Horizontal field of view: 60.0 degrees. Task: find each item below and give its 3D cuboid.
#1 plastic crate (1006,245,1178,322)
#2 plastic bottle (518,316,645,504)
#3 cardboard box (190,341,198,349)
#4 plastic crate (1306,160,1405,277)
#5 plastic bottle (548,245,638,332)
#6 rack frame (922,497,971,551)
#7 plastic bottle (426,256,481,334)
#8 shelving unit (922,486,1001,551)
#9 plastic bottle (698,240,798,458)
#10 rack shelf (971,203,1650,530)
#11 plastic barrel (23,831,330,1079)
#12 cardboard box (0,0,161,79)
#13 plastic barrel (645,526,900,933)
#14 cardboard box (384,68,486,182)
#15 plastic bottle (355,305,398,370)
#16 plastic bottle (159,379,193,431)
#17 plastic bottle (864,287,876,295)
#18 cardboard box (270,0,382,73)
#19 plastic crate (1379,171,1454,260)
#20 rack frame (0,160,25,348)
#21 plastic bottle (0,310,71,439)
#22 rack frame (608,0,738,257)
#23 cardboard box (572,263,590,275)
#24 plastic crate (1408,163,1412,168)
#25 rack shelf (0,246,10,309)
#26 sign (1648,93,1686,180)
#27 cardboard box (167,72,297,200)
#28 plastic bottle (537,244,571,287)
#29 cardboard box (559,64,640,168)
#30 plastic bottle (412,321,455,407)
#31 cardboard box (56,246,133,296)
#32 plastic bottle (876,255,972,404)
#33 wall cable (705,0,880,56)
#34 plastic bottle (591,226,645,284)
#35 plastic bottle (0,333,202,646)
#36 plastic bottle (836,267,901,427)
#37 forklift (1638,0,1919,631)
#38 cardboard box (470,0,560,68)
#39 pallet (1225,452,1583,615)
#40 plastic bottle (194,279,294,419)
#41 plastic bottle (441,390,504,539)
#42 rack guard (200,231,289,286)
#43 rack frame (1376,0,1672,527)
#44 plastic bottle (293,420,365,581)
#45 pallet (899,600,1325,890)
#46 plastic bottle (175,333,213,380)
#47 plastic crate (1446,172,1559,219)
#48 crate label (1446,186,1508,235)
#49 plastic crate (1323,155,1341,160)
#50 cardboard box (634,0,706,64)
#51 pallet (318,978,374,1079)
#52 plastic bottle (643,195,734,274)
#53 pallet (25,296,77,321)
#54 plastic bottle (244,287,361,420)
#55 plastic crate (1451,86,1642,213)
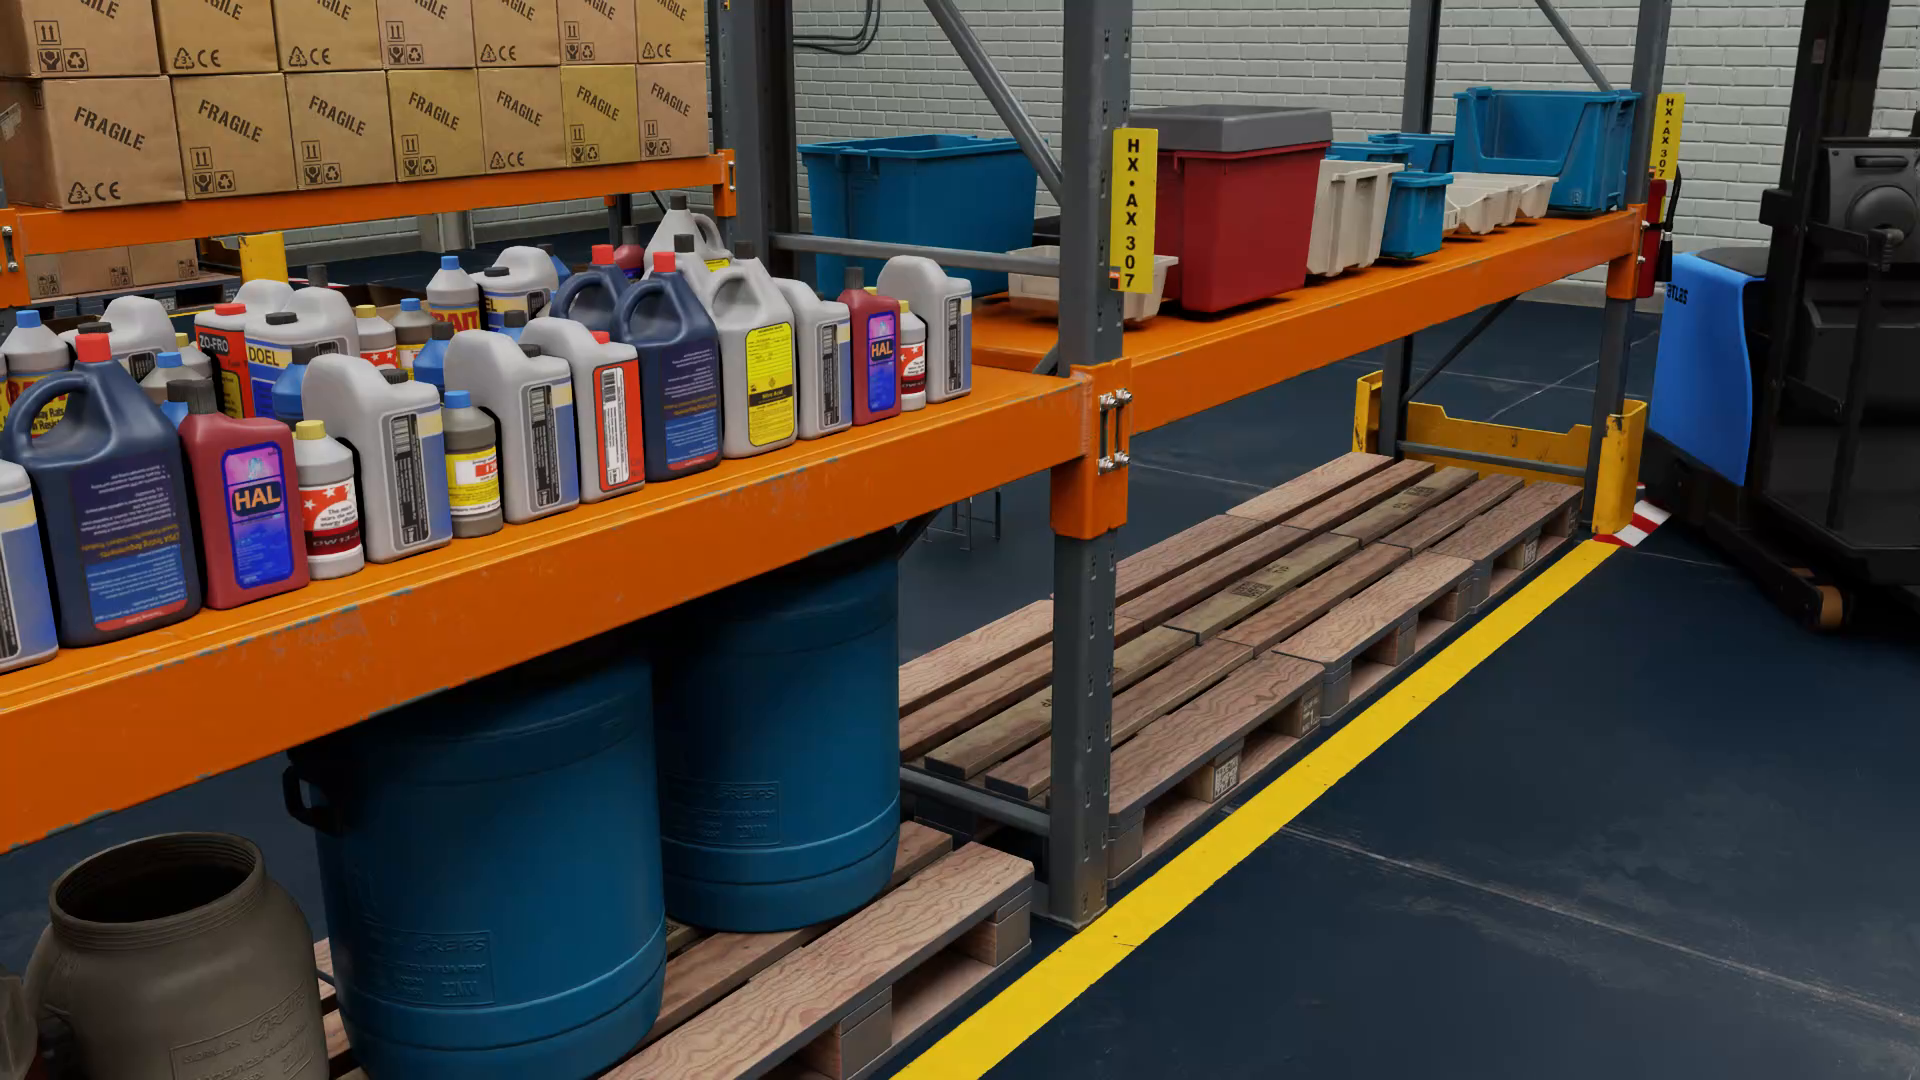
[{"bbox_3d":[0.301,-0.618,4.019,0.396,0.136,0.243,12,21,35],"label":"plastic crate"},{"bbox_3d":[-0.585,-0.212,2.578,0.152,0.276,0.135,12,21,35],"label":"plastic bottle"},{"bbox_3d":[-3.509,-0.796,8.041,0.500,0.311,0.500,12,21,35],"label":"cardboard box"},{"bbox_3d":[0.967,-0.933,4.788,0.437,0.282,0.530,12,21,35],"label":"plastic crate"},{"bbox_3d":[-0.602,-0.311,2.769,0.144,0.351,0.185,12,21,35],"label":"plastic bottle"},{"bbox_3d":[-0.056,-0.407,6.539,0.240,0.900,0.006,12,21,35],"label":"rack frame"},{"bbox_3d":[-0.982,-0.415,3.240,0.097,0.271,0.097,0,17,0],"label":"plastic bottle"},{"bbox_3d":[0.005,-0.432,6.617,0.258,0.900,0.210,12,21,35],"label":"shelving unit"},{"bbox_3d":[-0.376,-0.329,2.829,0.144,0.351,0.185,12,21,35],"label":"plastic bottle"},{"bbox_3d":[1.100,-0.762,5.353,1.077,0.370,4.000,12,21,35],"label":"rack shelf"},{"bbox_3d":[-1.259,0.772,2.687,0.421,0.512,0.421,0,17,0],"label":"plastic barrel"},{"bbox_3d":[-3.560,-2.093,6.572,0.500,0.500,0.500,13,22,36],"label":"cardboard box"},{"bbox_3d":[-0.429,0.299,3.554,0.600,0.901,0.708,12,21,35],"label":"plastic barrel"},{"bbox_3d":[-2.640,-1.989,7.923,0.500,0.500,0.500,12,21,34],"label":"cardboard box"},{"bbox_3d":[-1.098,-0.335,3.101,0.097,0.201,0.097,0,17,0],"label":"plastic bottle"},{"bbox_3d":[-0.978,-0.069,2.125,0.097,0.271,0.097,0,17,0],"label":"plastic bottle"},{"bbox_3d":[-0.178,-0.401,3.313,0.097,0.201,0.097,0,17,0],"label":"plastic bottle"},{"bbox_3d":[-2.947,-2.339,7.362,0.500,0.500,0.500,12,21,33],"label":"cardboard box"},{"bbox_3d":[1.274,-0.996,5.076,0.416,0.233,0.300,12,21,35],"label":"plastic crate"},{"bbox_3d":[-4.067,-1.506,6.534,1.000,3.000,0.127,12,21,35],"label":"rack frame"},{"bbox_3d":[-1.454,-0.226,2.632,0.097,0.271,0.097,0,17,0],"label":"plastic bottle"},{"bbox_3d":[-1.684,-2.458,9.602,1.000,3.000,0.127,12,21,35],"label":"rack frame"},{"bbox_3d":[-1.810,-1.302,9.350,0.500,0.500,0.500,12,21,35],"label":"cardboard box"},{"bbox_3d":[1.623,-1.422,6.610,0.250,0.136,0.298,12,21,35],"label":"plastic crate"},{"bbox_3d":[-5.259,-0.686,5.107,1.077,0.370,4.000,12,21,35],"label":"rack shelf"},{"bbox_3d":[2.744,-1.567,6.456,0.100,0.325,0.005,12,21,35],"label":"sign"},{"bbox_3d":[-3.242,-1.749,7.150,0.500,0.500,0.500,13,21,36],"label":"cardboard box"},{"bbox_3d":[-0.844,-0.470,3.418,0.097,0.271,0.097,0,17,0],"label":"plastic bottle"},{"bbox_3d":[-2.038,-2.227,8.689,0.500,0.500,0.500,13,21,35],"label":"cardboard box"},{"bbox_3d":[-0.776,-0.195,2.532,0.097,0.271,0.097,0,17,0],"label":"plastic bottle"},{"bbox_3d":[-6.299,-2.036,11.749,0.700,0.500,0.500,12,21,35],"label":"cardboard box"},{"bbox_3d":[-0.066,-0.419,3.245,0.152,0.276,0.135,12,21,35],"label":"plastic bottle"},{"bbox_3d":[-2.007,-5.999,16.124,3.097,2.526,0.112,12,21,35],"label":"wall cable"},{"bbox_3d":[-0.732,-0.530,3.589,0.061,0.283,0.133,12,21,35],"label":"plastic bottle"},{"bbox_3d":[-1.032,-0.067,1.984,0.144,0.351,0.185,12,21,35],"label":"plastic bottle"},{"bbox_3d":[-0.168,-0.360,3.040,0.061,0.283,0.133,12,21,35],"label":"plastic bottle"},{"bbox_3d":[3.474,-1.168,5.563,1.130,2.935,3.031,1,17,2],"label":"forklift"},{"bbox_3d":[-2.334,-2.584,8.153,0.500,0.500,0.500,13,22,36],"label":"cardboard box"},{"bbox_3d":[1.770,-0.061,6.584,1.003,0.211,1.213,12,21,35],"label":"pallet"},{"bbox_3d":[-1.225,-0.307,2.883,0.152,0.276,0.135,12,21,35],"label":"plastic bottle"},{"bbox_3d":[-0.712,-0.112,2.381,0.097,0.201,0.097,0,17,0],"label":"plastic bottle"},{"bbox_3d":[-5.650,-2.145,12.807,1.175,0.500,0.348,12,21,35],"label":"rack guard"},{"bbox_3d":[2.292,-1.582,6.781,1.000,3.000,0.127,12,21,35],"label":"rack frame"},{"bbox_3d":[-0.850,-0.057,2.203,0.097,0.201,0.097,0,17,0],"label":"plastic bottle"},{"bbox_3d":[0.316,0.520,4.712,1.003,0.211,1.213,12,21,35],"label":"pallet"},{"bbox_3d":[-1.316,-0.248,2.821,0.097,0.201,0.097,0,17,0],"label":"plastic bottle"},{"bbox_3d":[1.952,-1.259,6.082,0.396,0.136,0.243,12,21,35],"label":"plastic crate"},{"bbox_3d":[1.621,-1.122,5.641,0.396,0.136,0.243,12,21,35],"label":"crate label"},{"bbox_3d":[1.096,-1.217,5.785,0.416,0.233,0.300,12,21,35],"label":"plastic crate"},{"bbox_3d":[-1.728,-2.829,8.941,0.500,0.500,0.500,12,21,34],"label":"cardboard box"},{"bbox_3d":[-1.311,1.171,2.619,1.003,0.211,1.213,12,21,35],"label":"pallet"},{"bbox_3d":[-0.585,-0.570,3.604,0.144,0.351,0.185,12,21,35],"label":"plastic bottle"},{"bbox_3d":[-6.805,-1.507,11.242,1.003,0.211,1.213,12,21,35],"label":"pallet"},{"bbox_3d":[-1.103,-0.280,2.796,0.152,0.276,0.135,12,21,35],"label":"plastic bottle"},{"bbox_3d":[2.243,-1.515,6.403,0.616,0.435,0.499,12,21,35],"label":"plastic crate"}]
